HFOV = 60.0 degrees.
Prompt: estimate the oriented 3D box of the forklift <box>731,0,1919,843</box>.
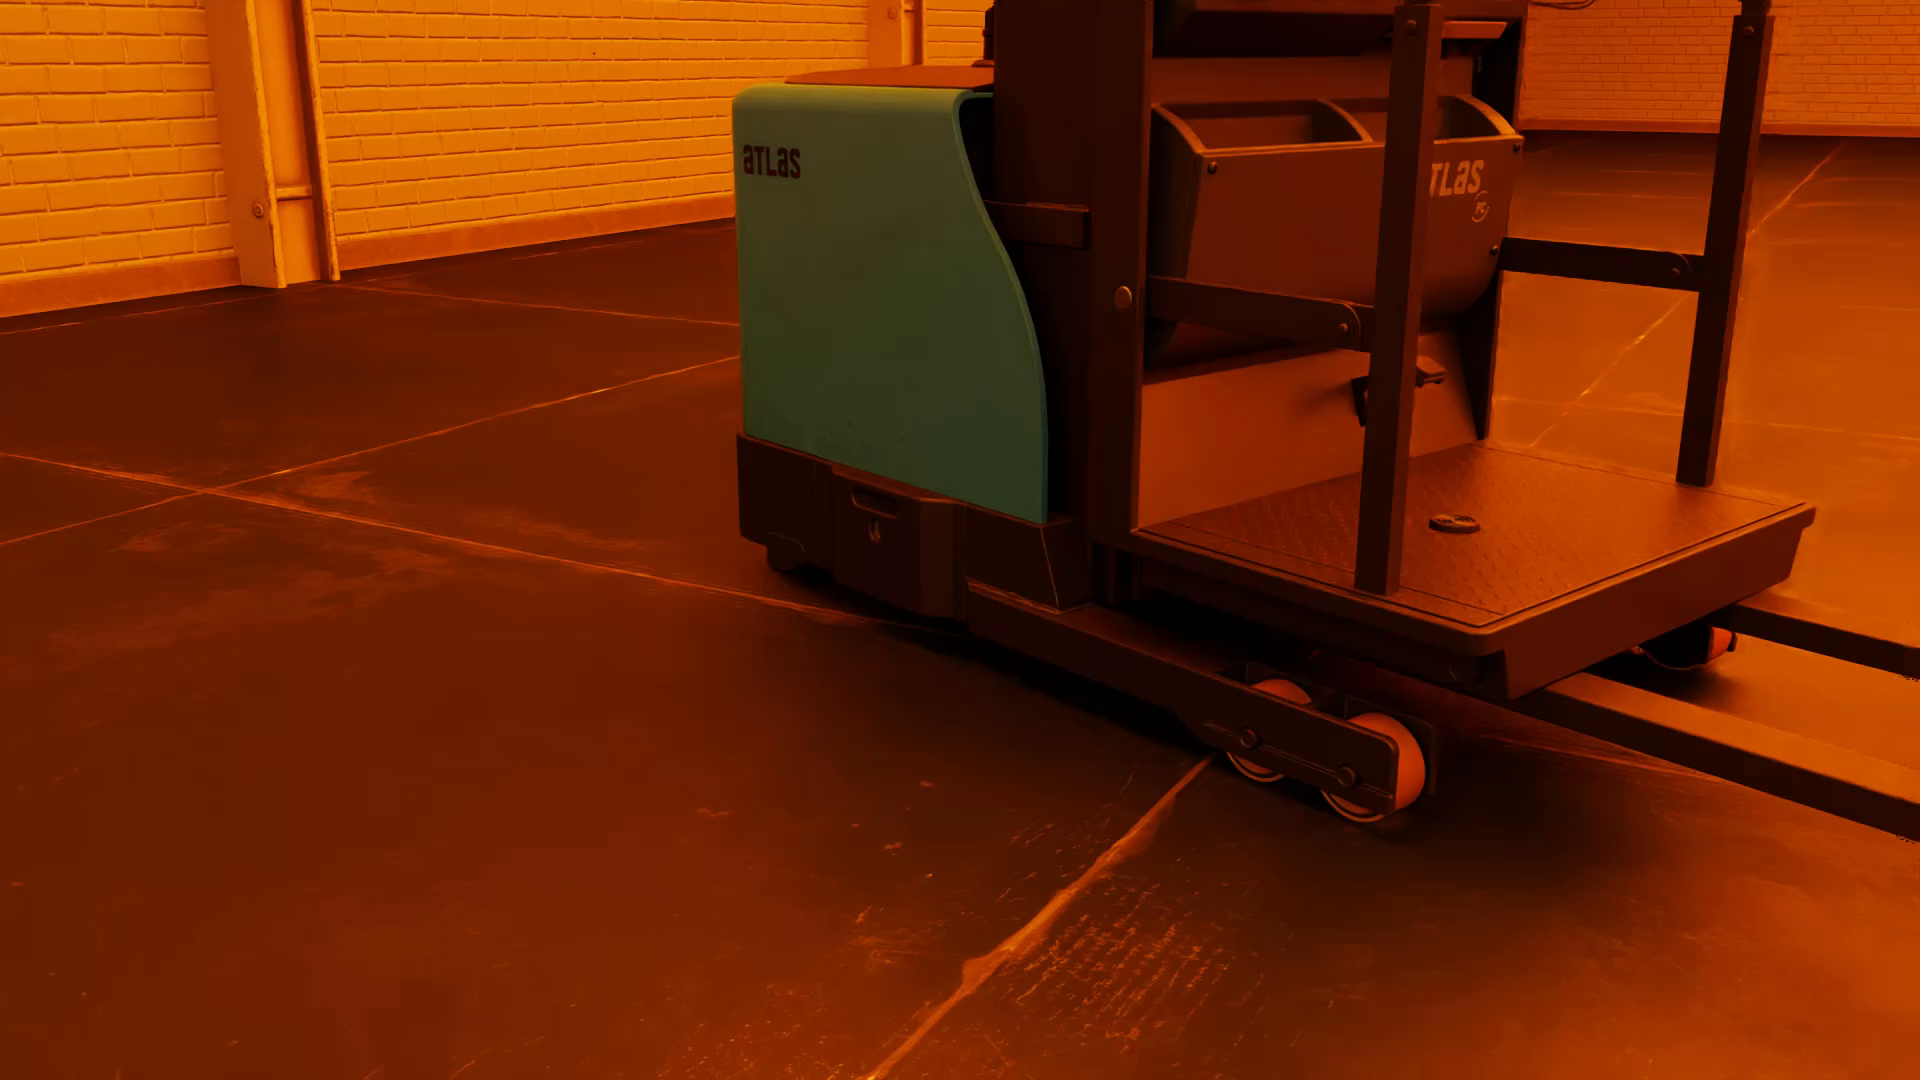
[{"bbox_3d":[0.830,-1.132,2.694,1.130,2.935,3.031,-14,21,-39],"label":"forklift"}]
